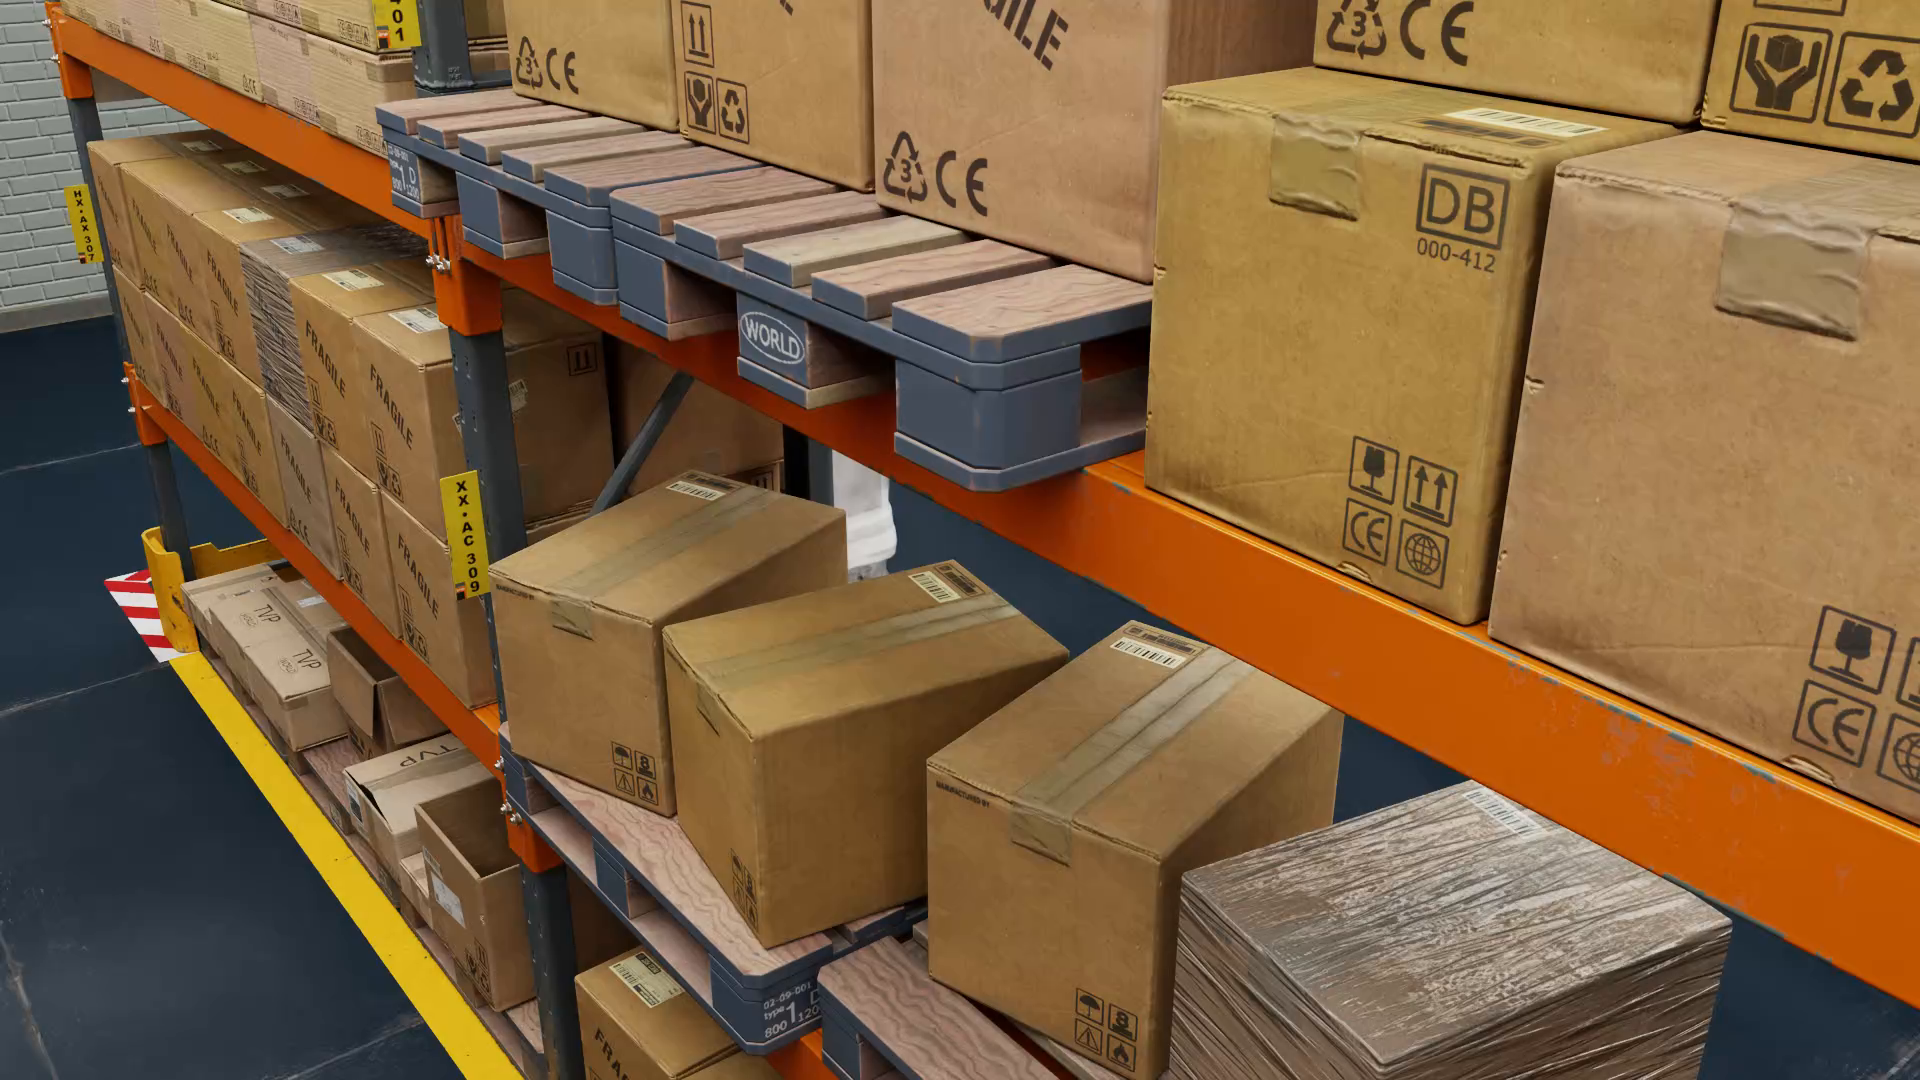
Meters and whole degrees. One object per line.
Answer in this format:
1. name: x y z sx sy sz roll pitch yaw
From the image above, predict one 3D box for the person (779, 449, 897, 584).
1. person: -0.529 0.028 6.524 0.488 1.778 0.573 -17 30 -33
